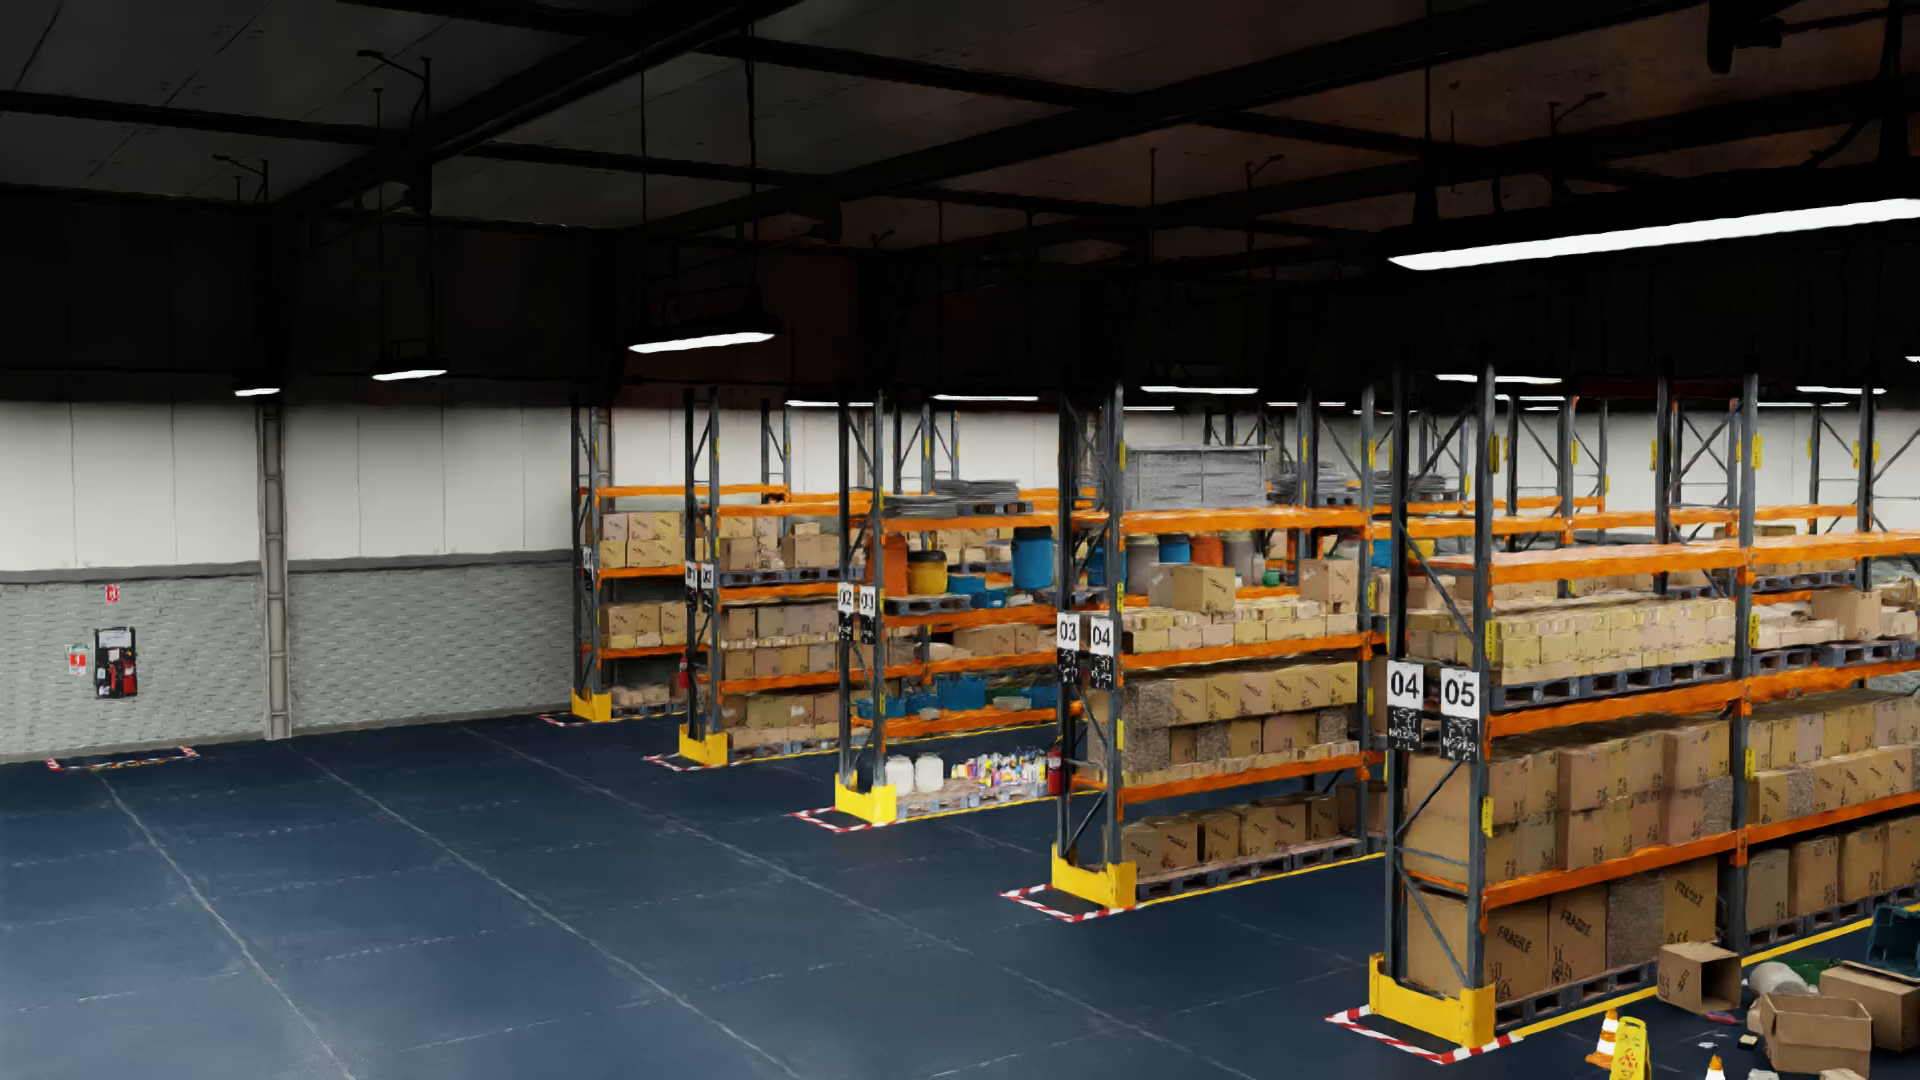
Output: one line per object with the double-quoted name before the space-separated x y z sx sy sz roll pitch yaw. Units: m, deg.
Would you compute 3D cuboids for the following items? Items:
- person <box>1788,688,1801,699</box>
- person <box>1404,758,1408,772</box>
"person" 12.165 2.917 24.163 0.513 1.604 0.592 -3 4 -37
"person" 6.482 2.834 24.335 1.122 1.706 0.555 -2 4 -32
